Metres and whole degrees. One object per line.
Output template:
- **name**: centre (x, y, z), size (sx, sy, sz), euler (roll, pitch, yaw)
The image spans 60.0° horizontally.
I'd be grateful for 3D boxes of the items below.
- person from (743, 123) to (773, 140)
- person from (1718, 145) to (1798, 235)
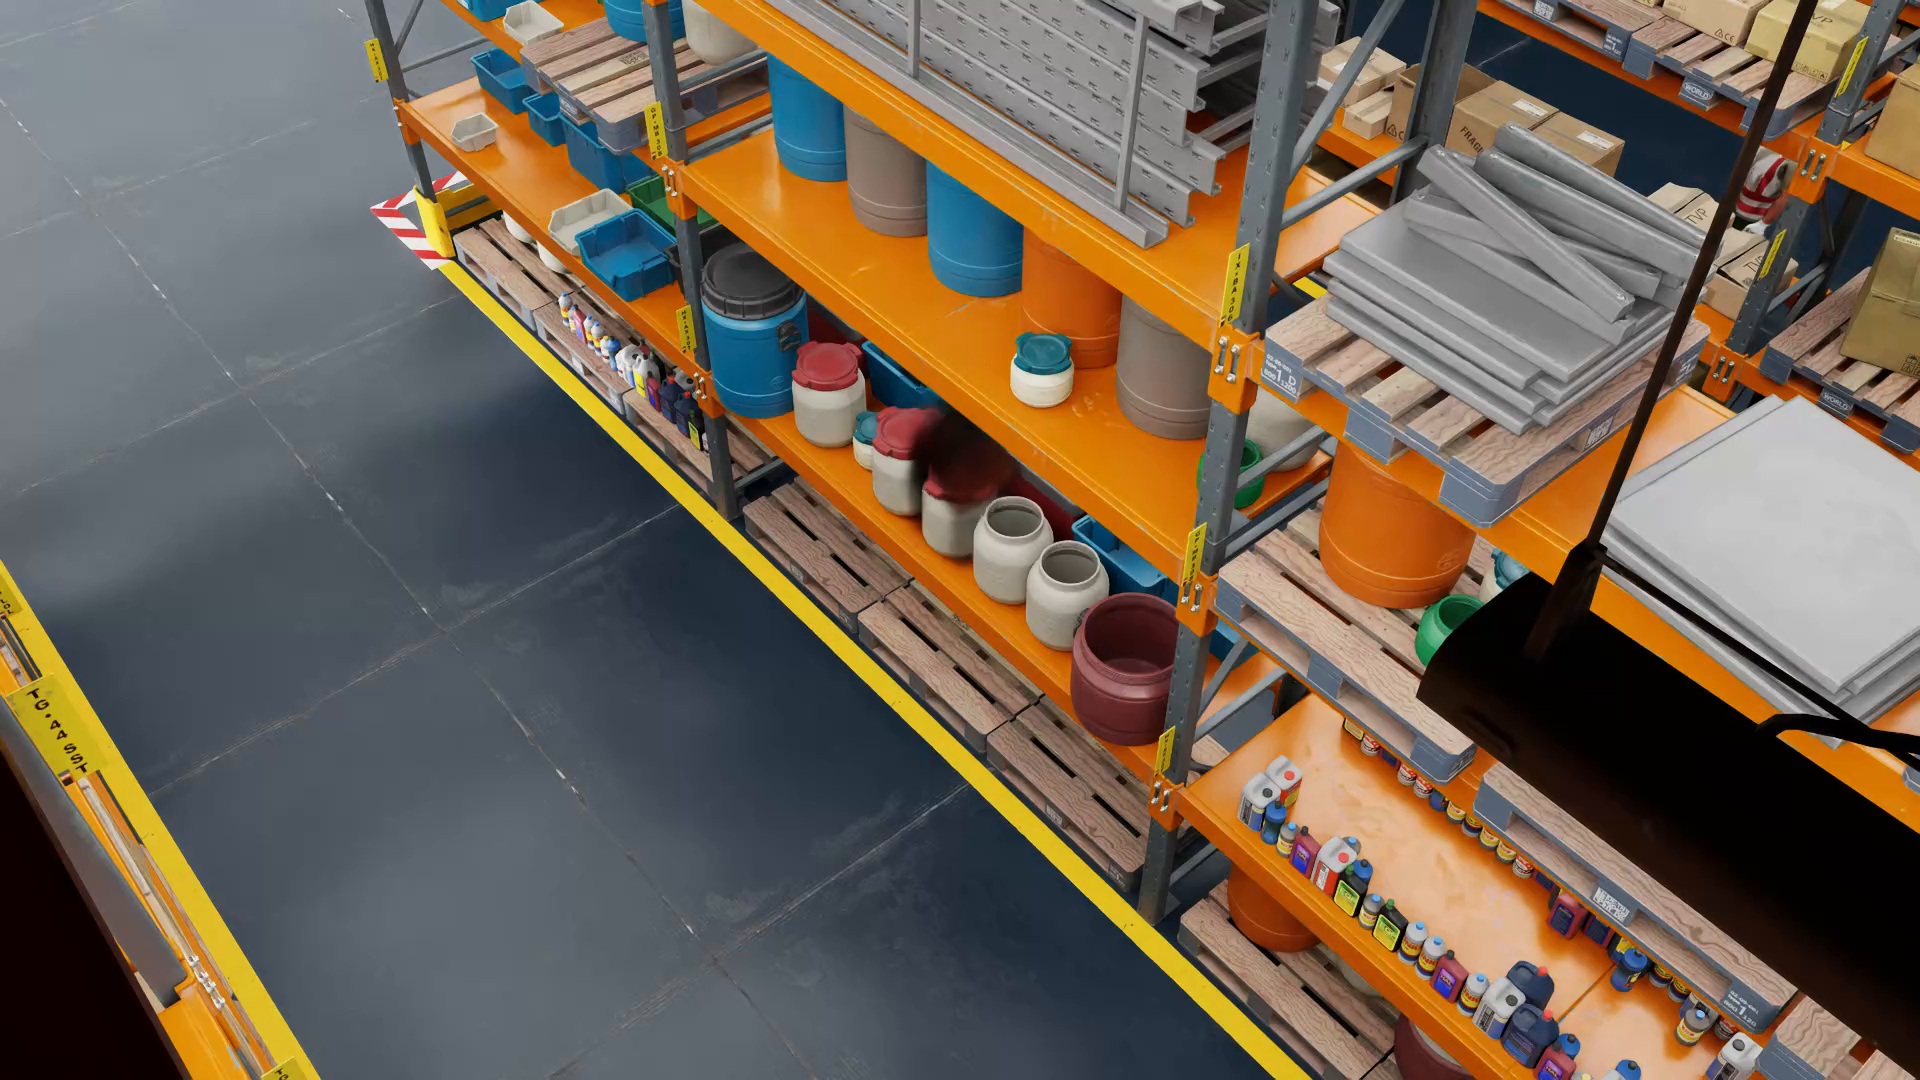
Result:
- **person**: centre (-1.403, -3.083, 12.687), size (0.468, 1.830, 0.518), euler (7, 47, 7)
- **person**: centre (5.682, -2.368, 12.014), size (0.489, 1.813, 0.590), euler (1, 46, 1)
